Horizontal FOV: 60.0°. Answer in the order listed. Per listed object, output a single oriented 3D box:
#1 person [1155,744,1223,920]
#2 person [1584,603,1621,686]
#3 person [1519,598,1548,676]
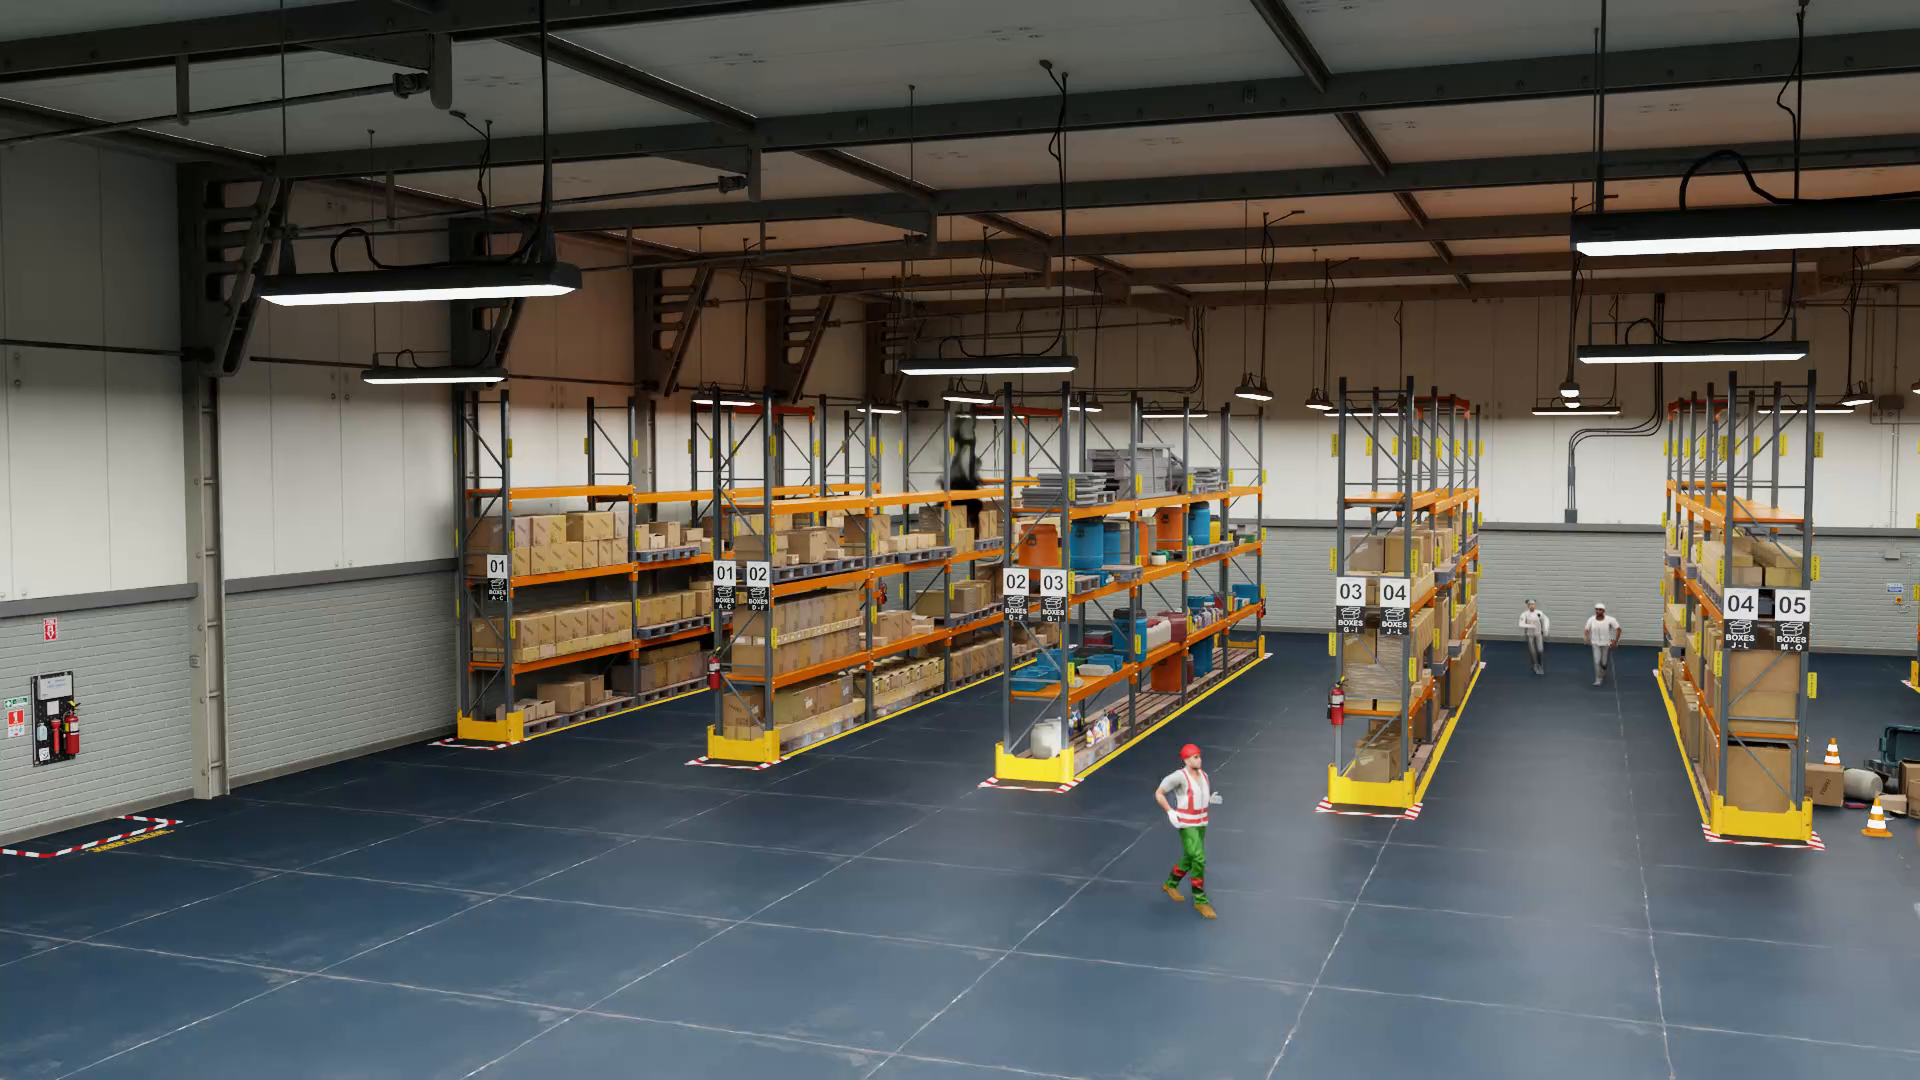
[{"bbox_3d":[2.490,3.107,17.975,0.814,1.824,0.640,3,4,45],"label":"person"},{"bbox_3d":[13.575,2.205,35.176,0.721,1.741,0.645,2,4,32],"label":"person"},{"bbox_3d":[12.707,2.151,36.856,0.617,1.724,0.603,1,3,19],"label":"person"}]
